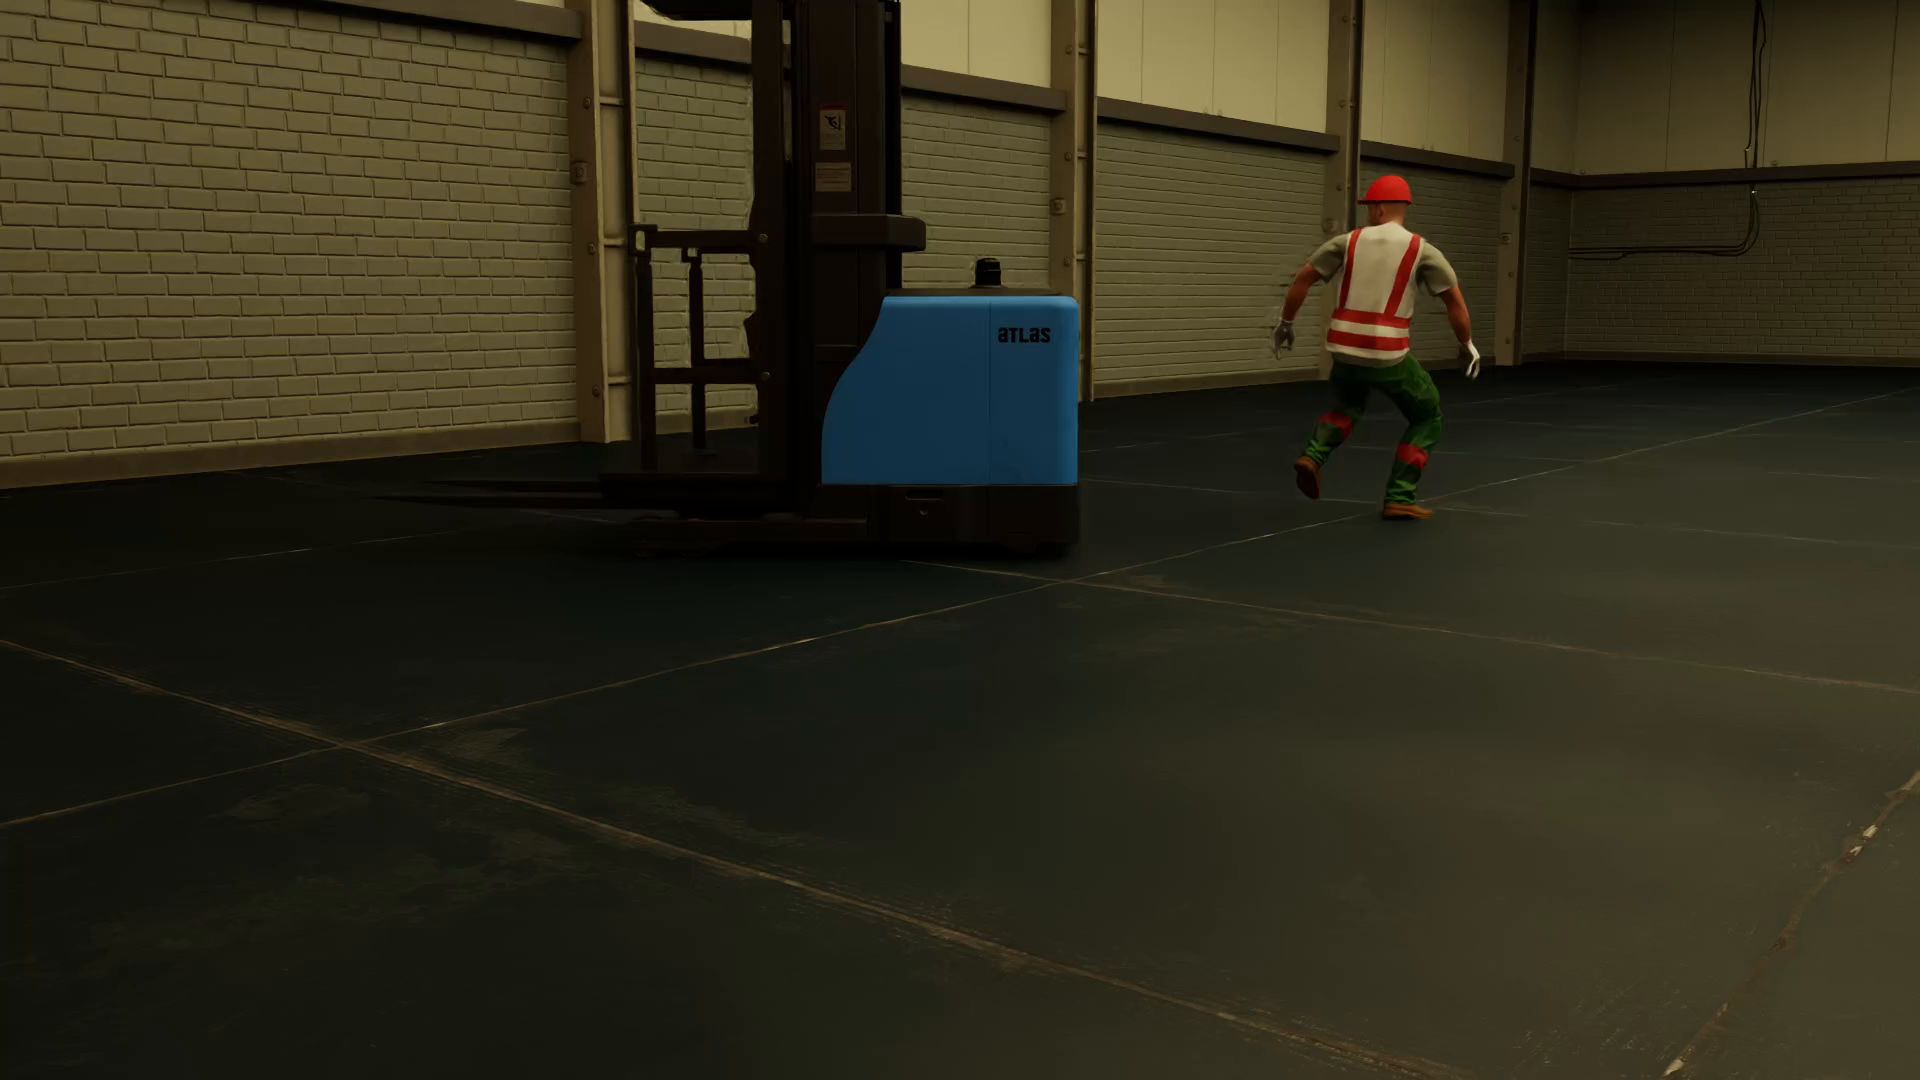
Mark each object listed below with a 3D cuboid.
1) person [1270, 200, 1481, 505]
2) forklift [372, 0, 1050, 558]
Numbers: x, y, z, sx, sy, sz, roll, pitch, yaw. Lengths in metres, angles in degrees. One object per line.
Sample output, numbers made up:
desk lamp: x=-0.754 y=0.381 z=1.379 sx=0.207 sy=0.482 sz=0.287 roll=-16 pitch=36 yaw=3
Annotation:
person: x=2.034 y=-0.957 z=8.165 sx=0.908 sy=1.542 sz=0.555 roll=7 pitch=11 yaw=39
forklift: x=-0.993 y=-1.451 z=7.201 sx=3.031 sy=2.935 sz=1.121 roll=0 pitch=8 yaw=3
